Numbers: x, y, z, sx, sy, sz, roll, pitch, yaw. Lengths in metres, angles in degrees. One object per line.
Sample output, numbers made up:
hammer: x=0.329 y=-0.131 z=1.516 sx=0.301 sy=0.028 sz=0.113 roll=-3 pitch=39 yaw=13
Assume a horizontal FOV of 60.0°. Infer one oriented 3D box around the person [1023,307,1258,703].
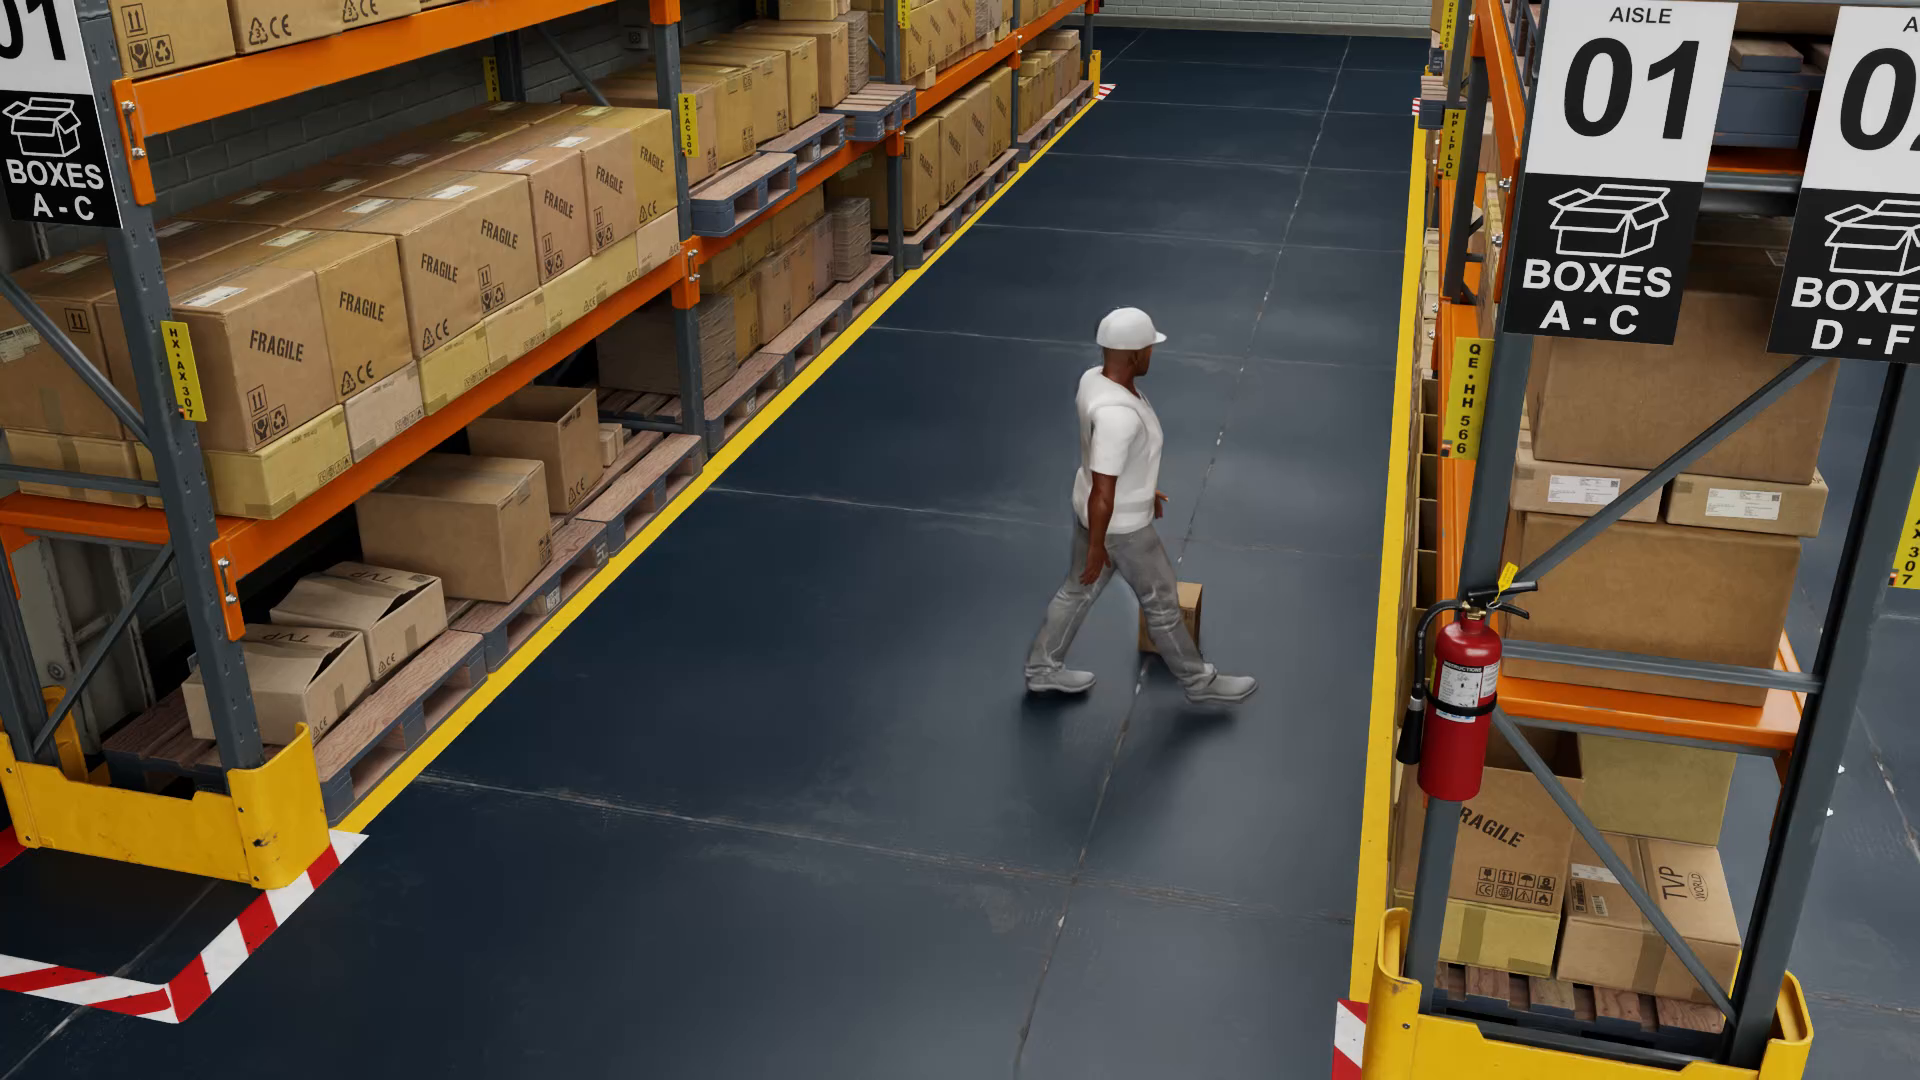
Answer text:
person: x=0.764 y=-0.127 z=6.836 sx=0.975 sy=1.720 sz=0.605 roll=-3 pitch=25 yaw=-6
